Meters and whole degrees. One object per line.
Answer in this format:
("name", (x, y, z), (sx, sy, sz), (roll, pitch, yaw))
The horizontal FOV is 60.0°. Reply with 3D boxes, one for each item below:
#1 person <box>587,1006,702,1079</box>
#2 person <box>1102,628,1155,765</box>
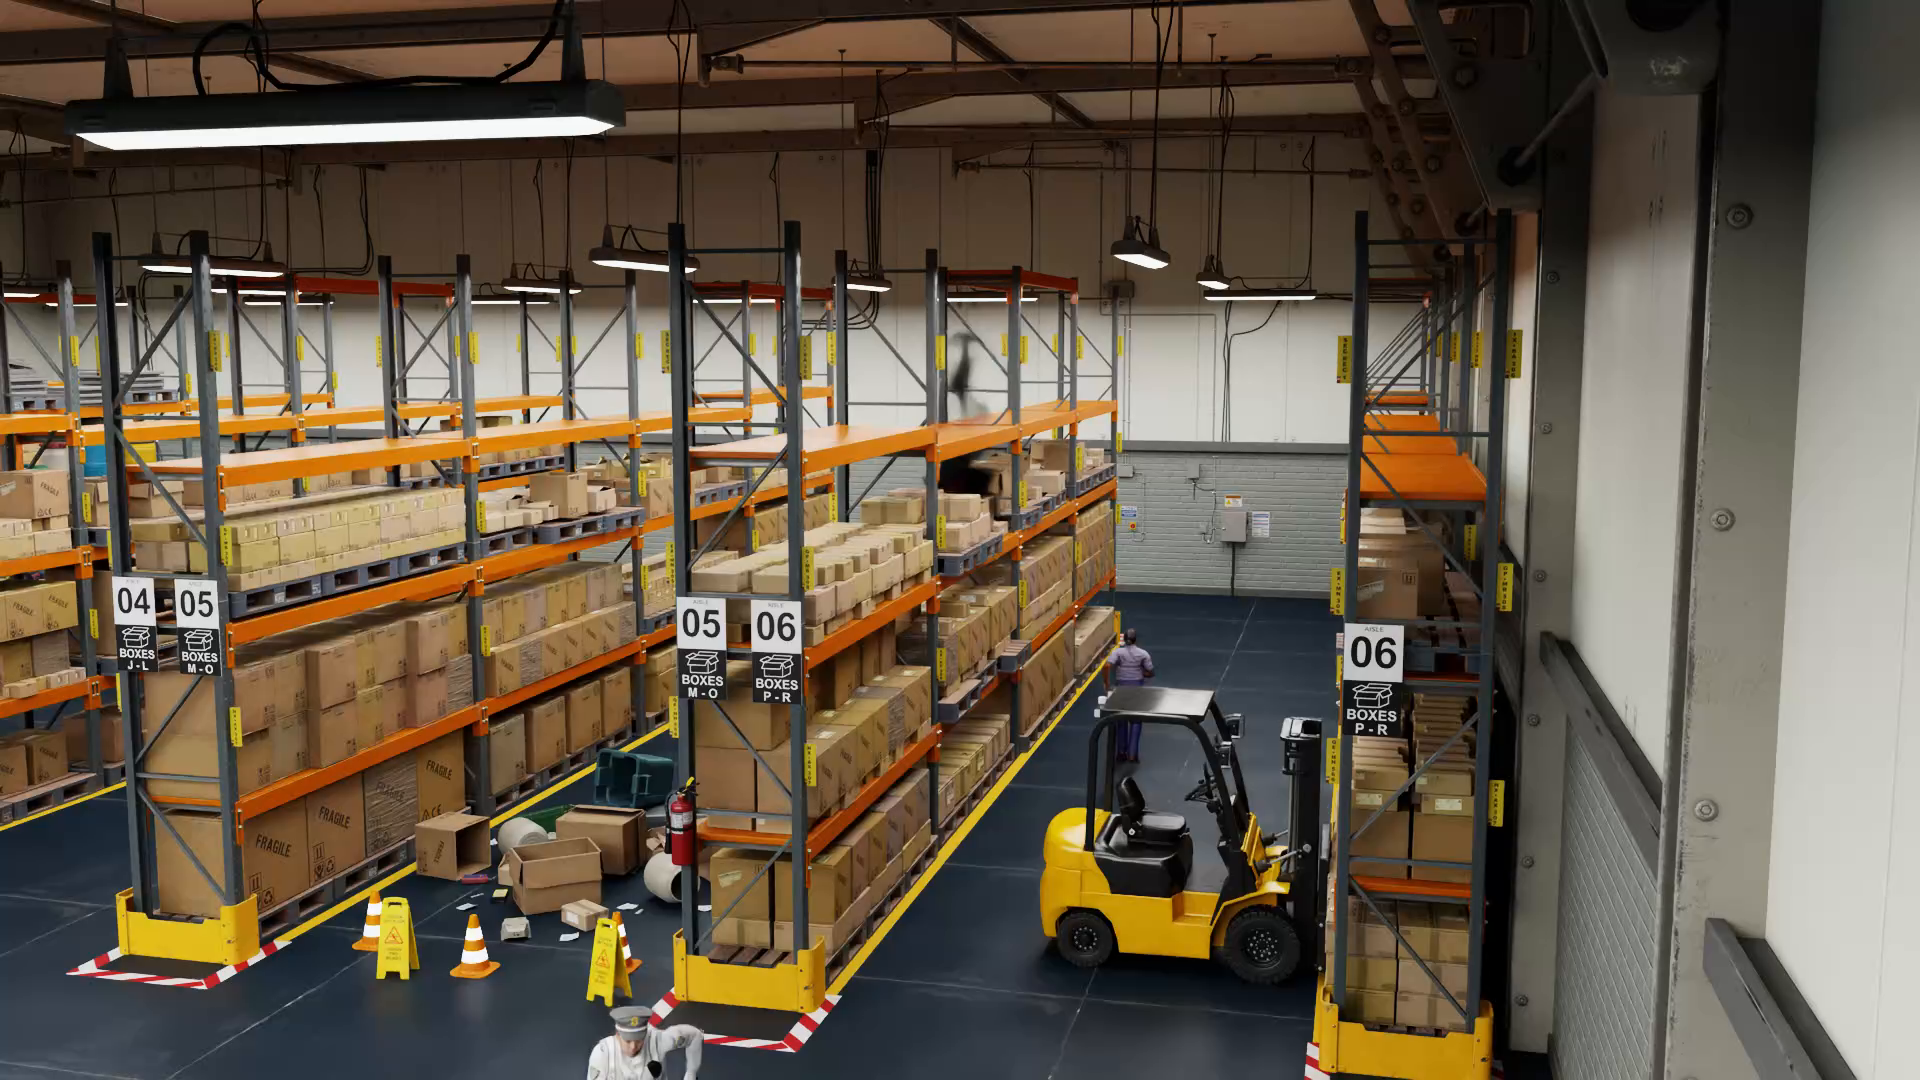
("person", (-1.779, 3.281, 9.426), (0.643, 1.503, 0.839), (-1, 7, -8))
("person", (2.038, 1.924, 20.086), (0.616, 1.725, 0.751), (2, 7, 13))
